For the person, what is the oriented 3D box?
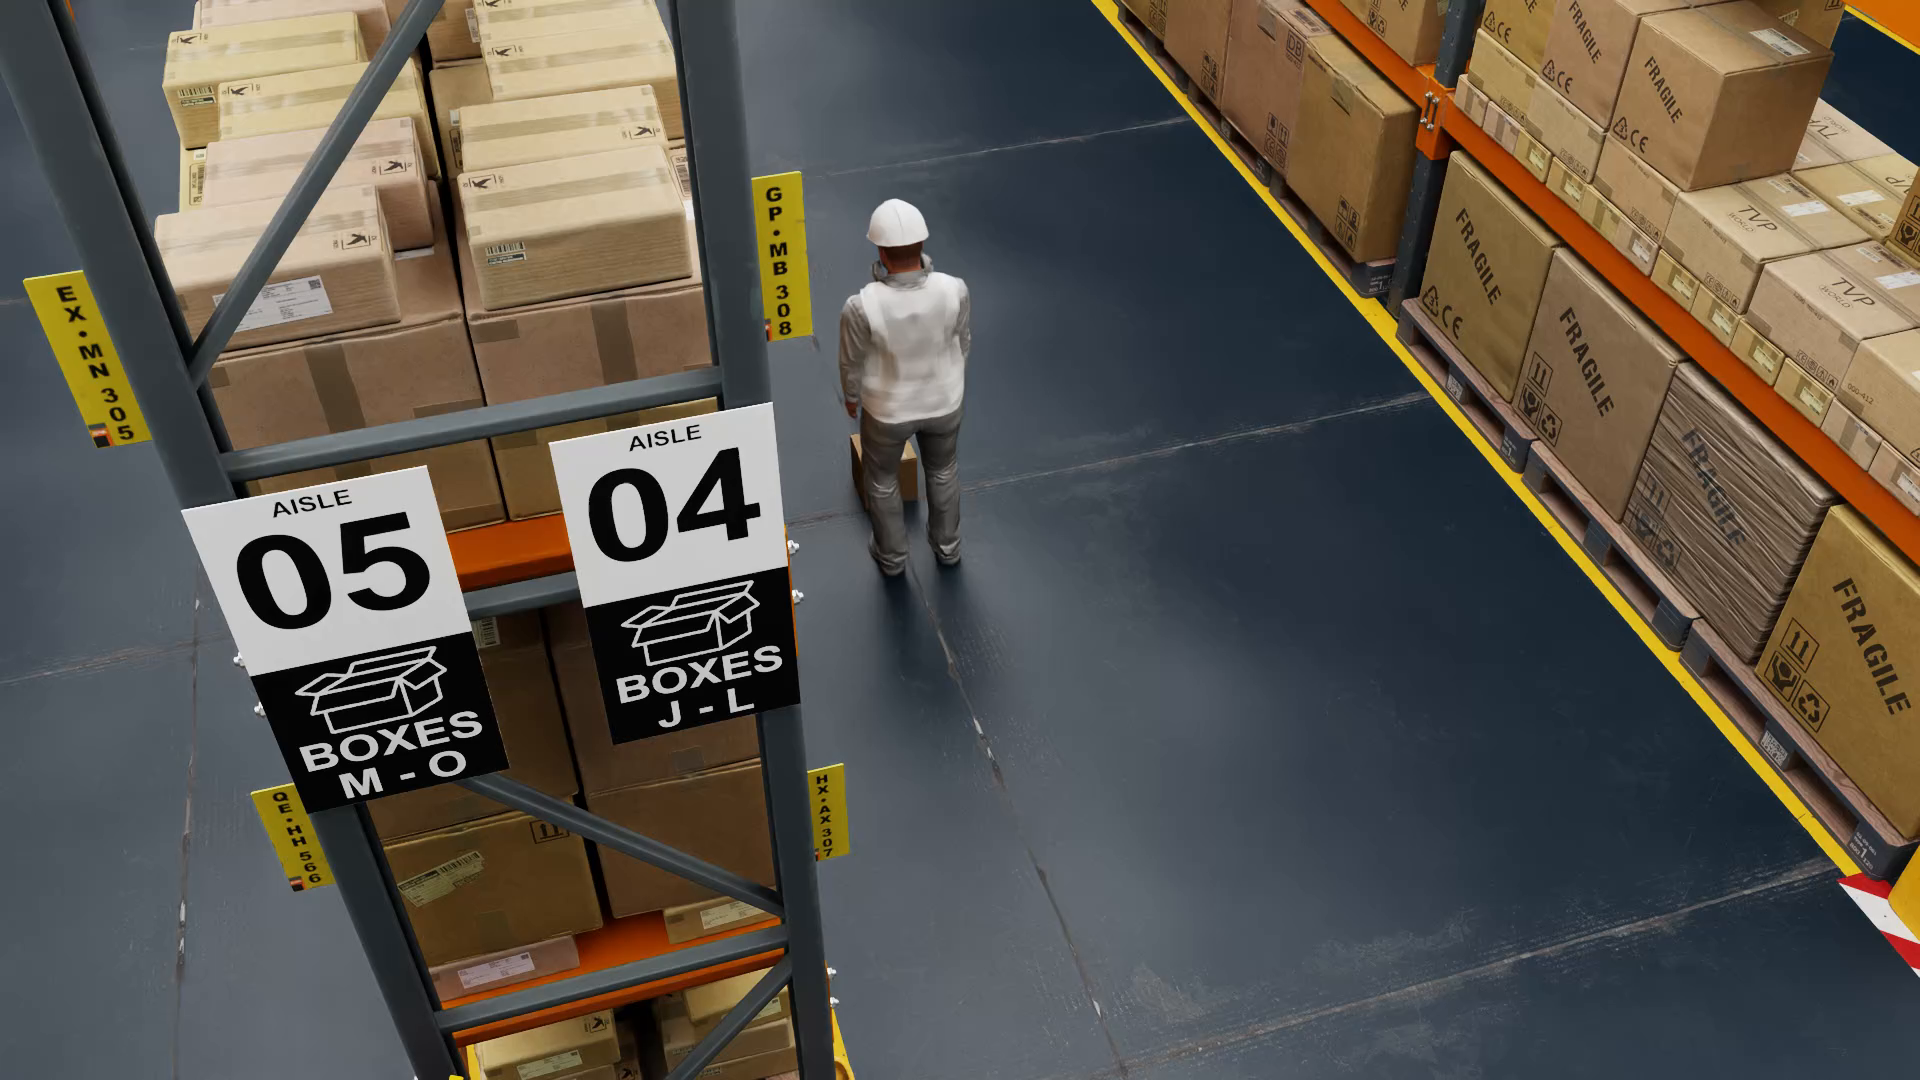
[{"bbox_3d":[-0.226,-0.587,6.813,0.540,1.759,0.389,-11,43,-12],"label":"person"}]
